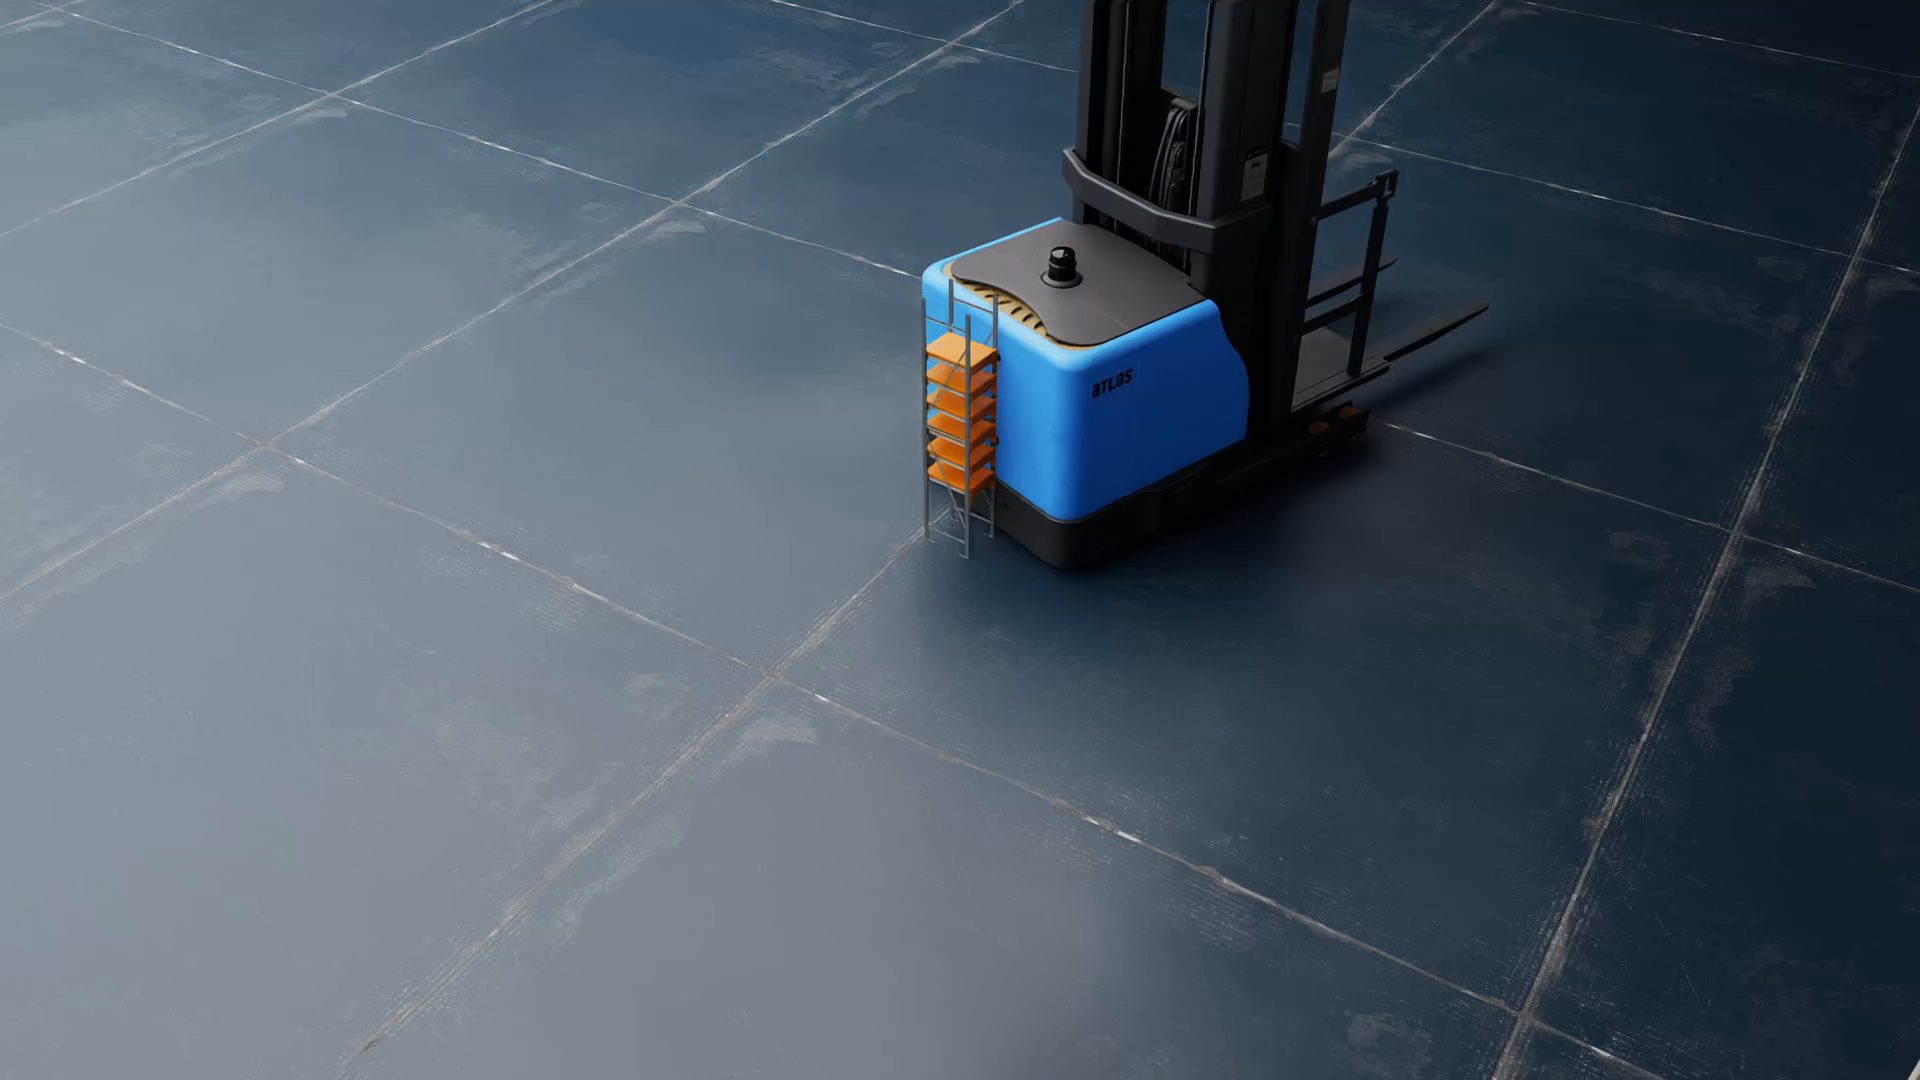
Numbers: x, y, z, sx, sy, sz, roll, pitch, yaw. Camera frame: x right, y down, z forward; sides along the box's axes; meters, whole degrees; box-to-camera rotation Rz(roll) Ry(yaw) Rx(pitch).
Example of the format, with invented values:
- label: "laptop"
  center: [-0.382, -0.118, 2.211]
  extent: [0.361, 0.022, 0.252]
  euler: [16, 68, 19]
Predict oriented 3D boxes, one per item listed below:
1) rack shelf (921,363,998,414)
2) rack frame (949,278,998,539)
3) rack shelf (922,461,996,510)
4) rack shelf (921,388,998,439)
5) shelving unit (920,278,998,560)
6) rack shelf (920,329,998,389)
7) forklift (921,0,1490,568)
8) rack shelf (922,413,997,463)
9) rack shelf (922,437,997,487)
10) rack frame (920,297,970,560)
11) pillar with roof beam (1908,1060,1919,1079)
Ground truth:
- label: "rack shelf"
  center: [-0.002, -0.634, 6.770]
  extent: [0.258, 0.103, 0.180]
  euler: [24, 44, 28]
- label: "rack frame"
  center: [0.052, -0.524, 6.947]
  extent: [0.240, 1.200, 0.006]
  euler: [24, 44, 28]
- label: "rack shelf"
  center: [-0.002, -0.254, 7.063]
  extent: [0.258, 0.103, 0.180]
  euler: [24, 44, 28]
- label: "rack shelf"
  center: [-0.002, -0.539, 6.843]
  extent: [0.258, 0.103, 0.180]
  euler: [24, 44, 28]
- label: "shelving unit"
  center: [-0.002, -0.479, 6.889]
  extent: [0.258, 1.200, 0.189]
  euler: [24, 44, 28]
- label: "rack shelf"
  center: [-0.002, -0.729, 6.697]
  extent: [0.258, 0.103, 0.180]
  euler: [24, 44, 28]
- label: "forklift"
  center: [1.298, -1.780, 7.158]
  extent: [3.031, 2.935, 1.130]
  euler: [-25, 44, -29]
- label: "rack shelf"
  center: [-0.002, -0.444, 6.916]
  extent: [0.258, 0.103, 0.180]
  euler: [24, 44, 28]
- label: "rack shelf"
  center: [-0.002, -0.349, 6.990]
  extent: [0.258, 0.103, 0.180]
  euler: [24, 44, 28]
- label: "rack frame"
  center: [-0.057, -0.435, 6.831]
  extent: [0.240, 1.200, 0.006]
  euler: [24, 44, 28]
- label: "pillar with roof beam"
  center: [-0.849, -3.071, 3.864]
  extent: [9.100, 9.000, 0.400]
  euler: [21, 42, 25]
